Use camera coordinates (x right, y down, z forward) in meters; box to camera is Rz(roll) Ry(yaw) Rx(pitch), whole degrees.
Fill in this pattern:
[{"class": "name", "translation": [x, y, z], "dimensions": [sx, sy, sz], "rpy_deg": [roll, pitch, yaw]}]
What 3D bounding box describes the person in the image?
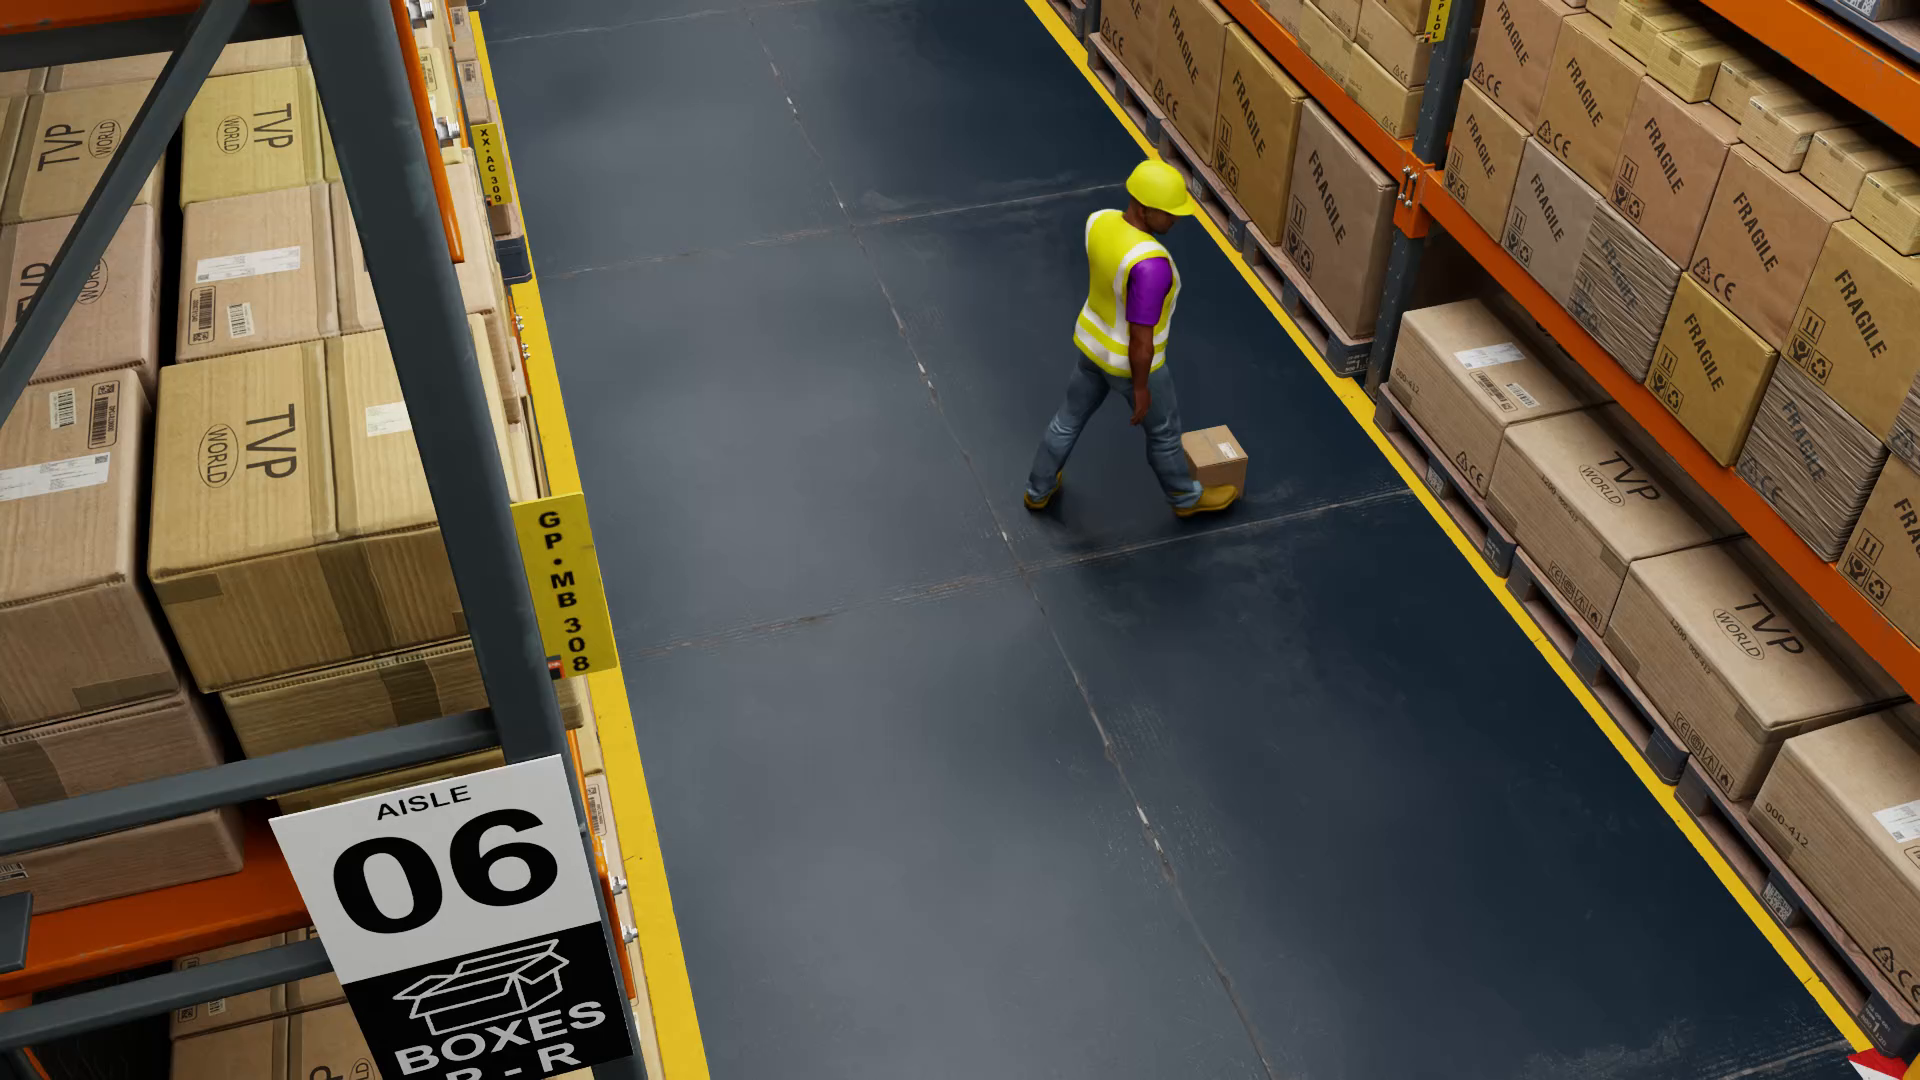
[{"class": "person", "translation": [0.749, -0.833, 7.058], "dimensions": [0.844, 1.730, 0.675], "rpy_deg": [-22, 46, -23]}]
